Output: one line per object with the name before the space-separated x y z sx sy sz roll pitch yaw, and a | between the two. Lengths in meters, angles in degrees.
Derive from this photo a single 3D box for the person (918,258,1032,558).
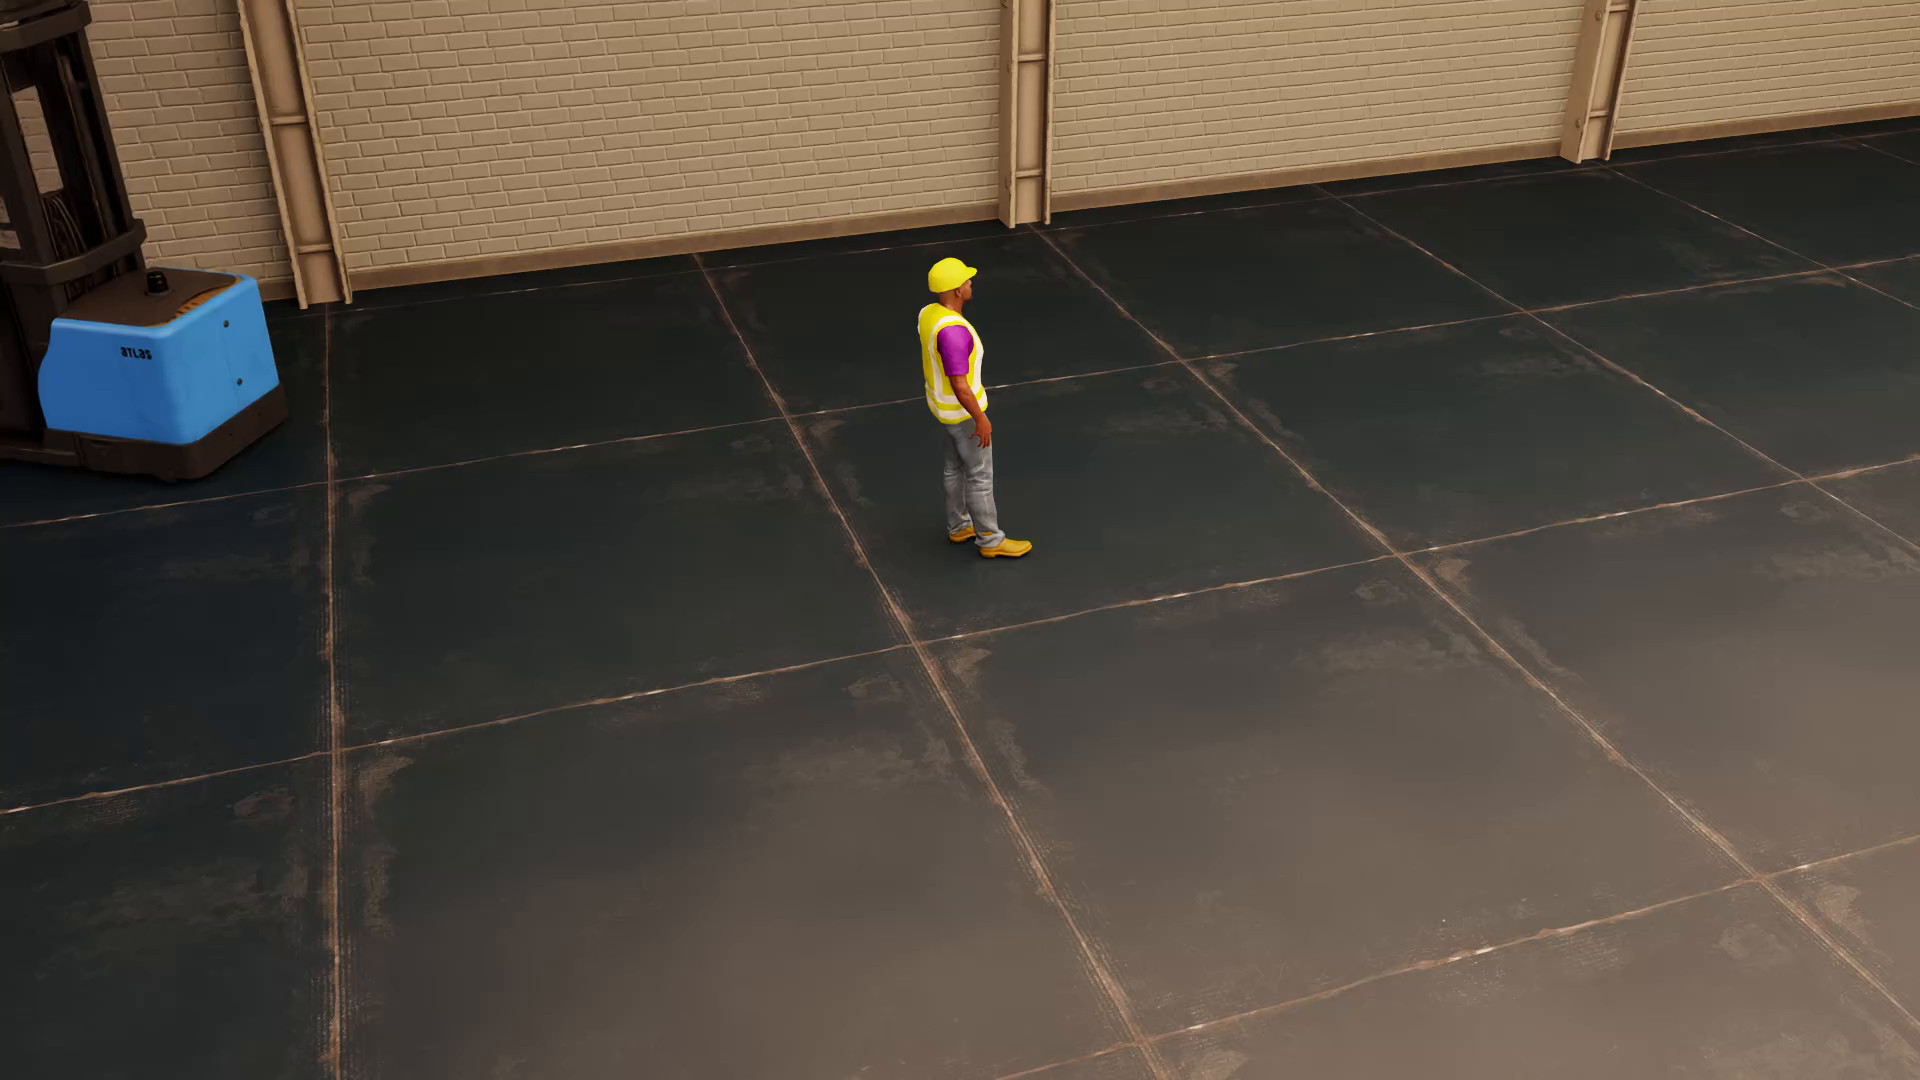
person | 0.068 -0.780 9.596 0.577 1.765 0.665 -10 31 -16

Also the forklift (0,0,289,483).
forklift | -6.157 -2.019 10.597 3.031 2.935 1.130 7 31 12
